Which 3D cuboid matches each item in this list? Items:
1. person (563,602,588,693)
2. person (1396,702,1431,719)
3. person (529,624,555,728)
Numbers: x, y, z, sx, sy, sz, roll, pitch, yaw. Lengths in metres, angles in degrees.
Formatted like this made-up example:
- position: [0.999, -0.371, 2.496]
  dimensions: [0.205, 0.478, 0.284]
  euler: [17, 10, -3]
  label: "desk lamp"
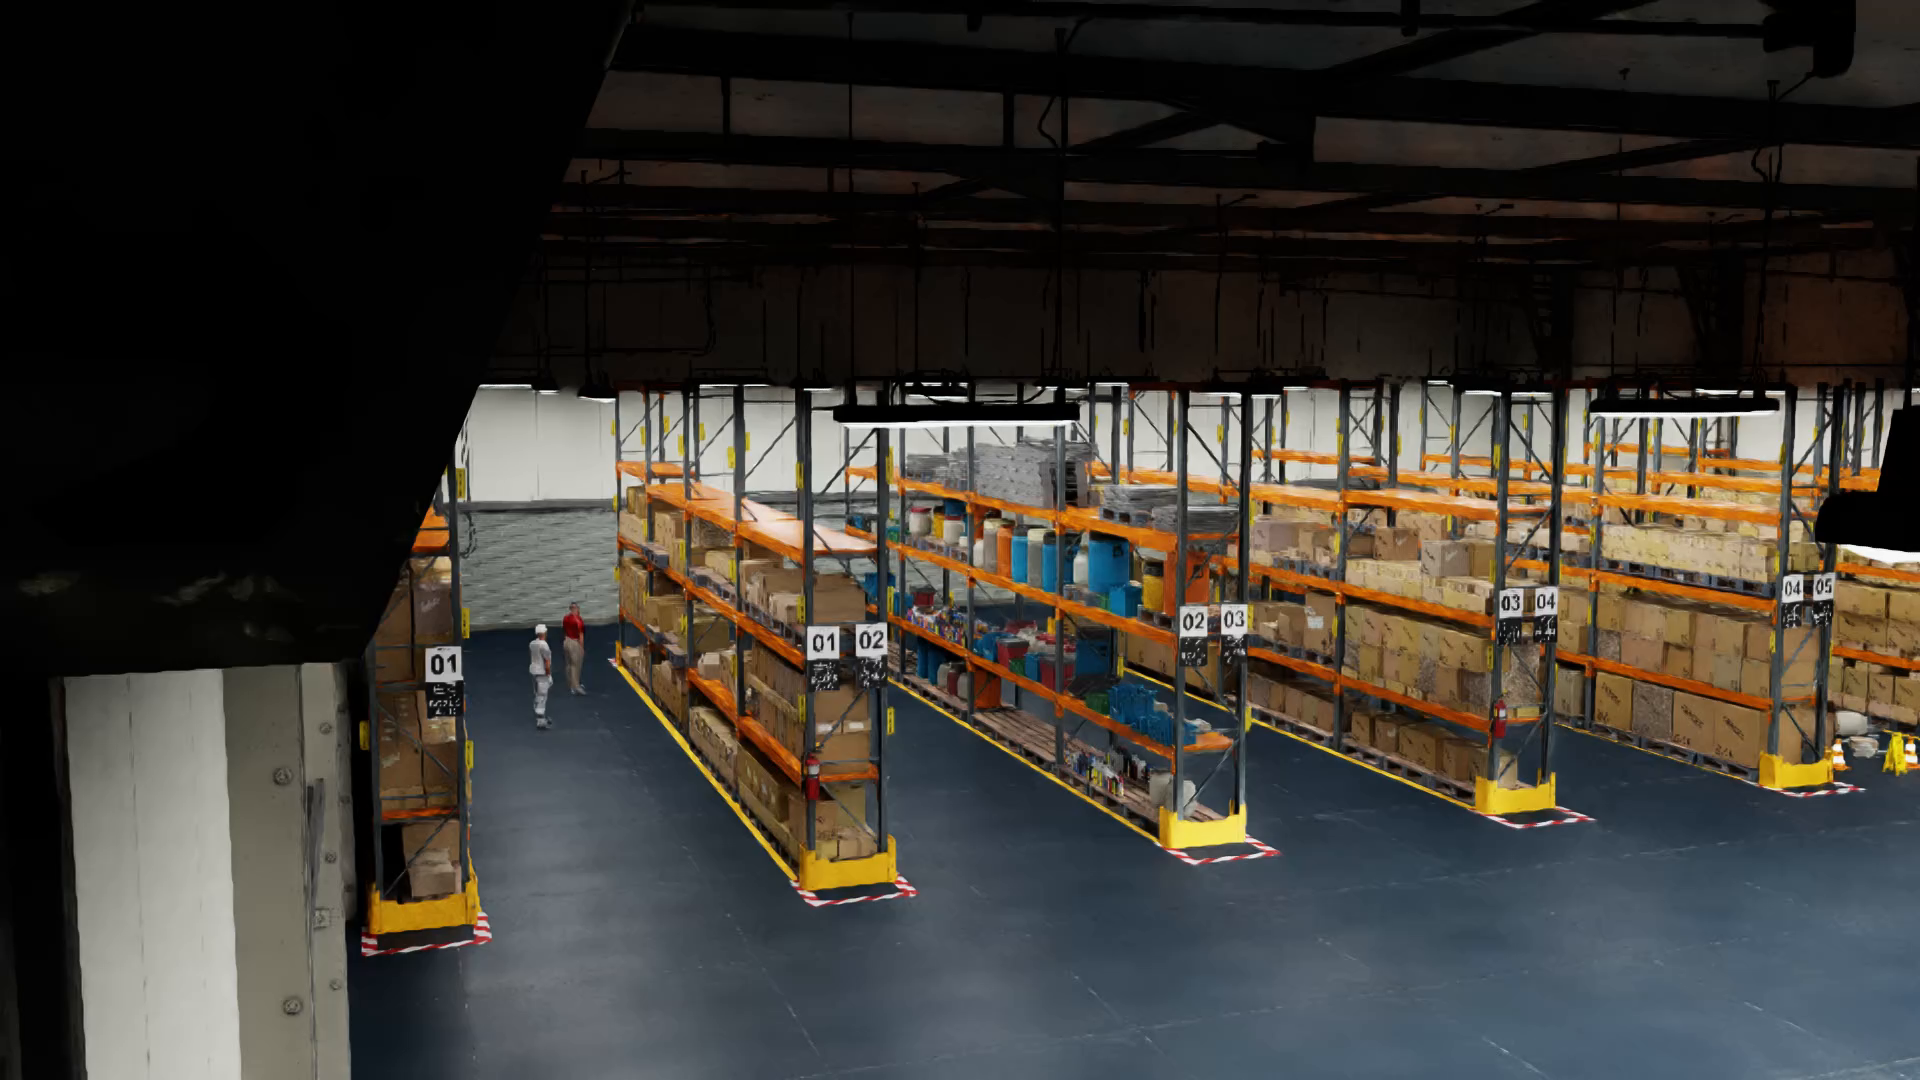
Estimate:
- position: [-7.404, 2.063, 32.115]
  dimensions: [0.628, 1.739, 0.474]
  euler: [5, 8, 41]
  label: "person"
- position: [8.187, 2.313, 29.891]
  dimensions: [0.703, 1.722, 0.835]
  euler: [-2, 6, -14]
  label: "person"
- position: [-7.274, 2.353, 29.041]
  dimensions: [0.468, 1.794, 0.625]
  euler: [-6, 8, -43]
  label: "person"
